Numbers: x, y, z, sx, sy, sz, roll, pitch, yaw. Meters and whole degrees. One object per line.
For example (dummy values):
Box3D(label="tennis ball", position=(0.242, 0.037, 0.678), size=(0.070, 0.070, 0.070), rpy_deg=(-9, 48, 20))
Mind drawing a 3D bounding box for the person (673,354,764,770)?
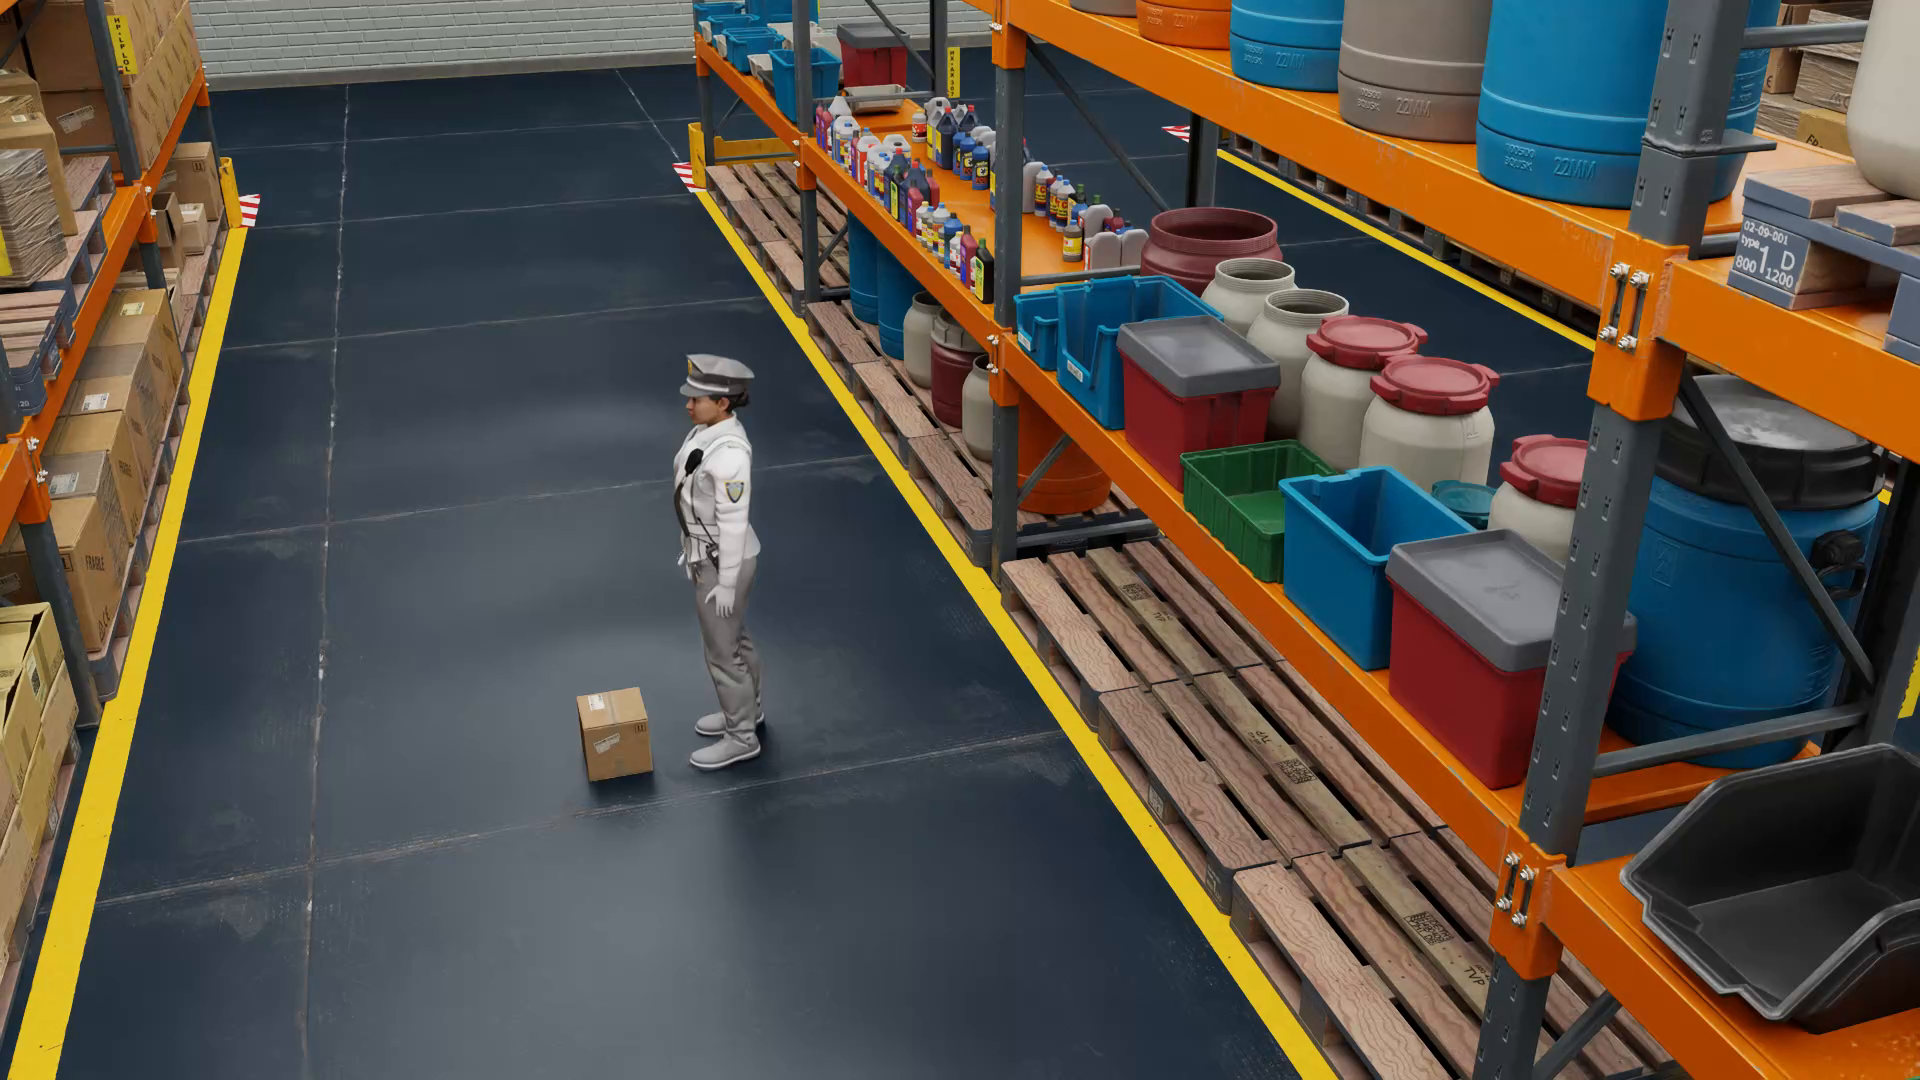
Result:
Box3D(label="person", position=(-0.938, 0.083, 6.432), size=(0.362, 1.691, 0.482), rpy_deg=(-8, 27, -15))
